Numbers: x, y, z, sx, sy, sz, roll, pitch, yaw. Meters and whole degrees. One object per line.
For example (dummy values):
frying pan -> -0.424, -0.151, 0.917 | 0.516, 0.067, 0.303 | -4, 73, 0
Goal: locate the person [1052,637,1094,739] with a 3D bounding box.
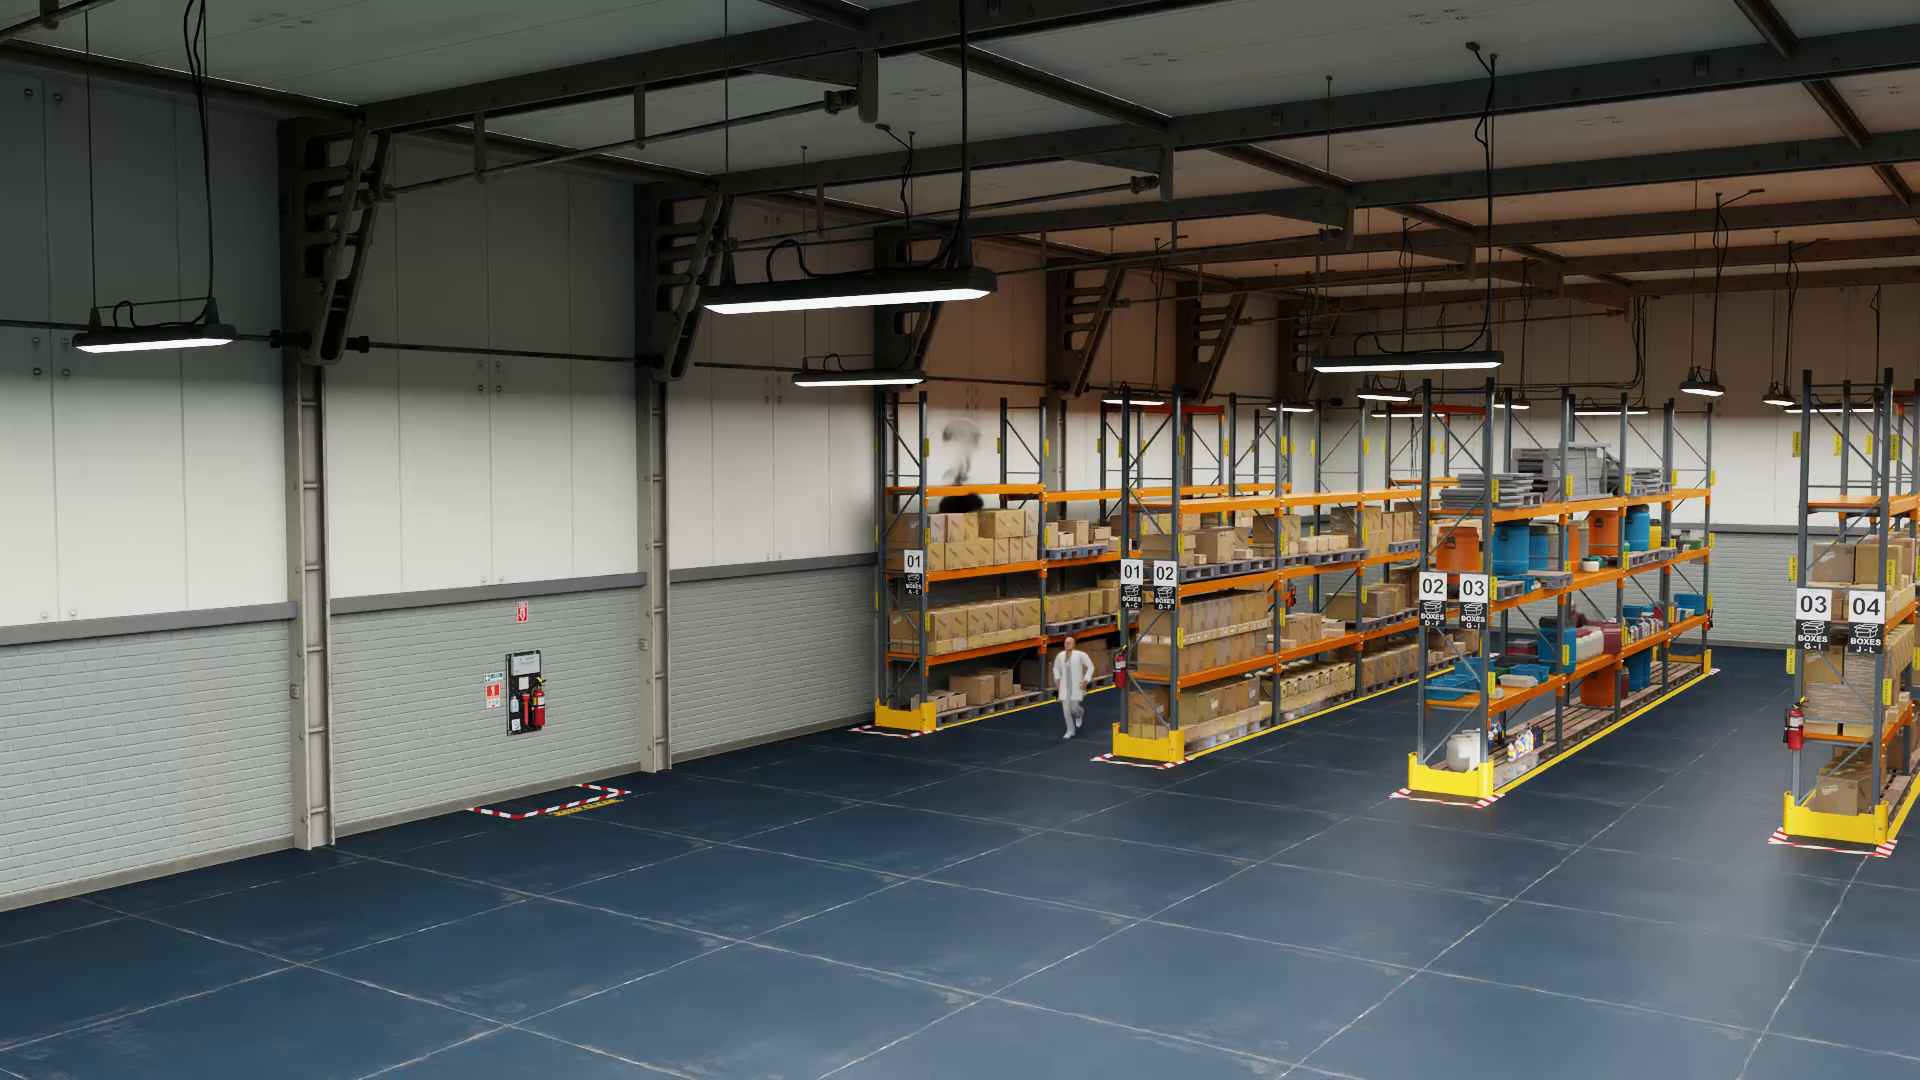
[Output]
person -> 1.942, 2.544, 28.756 | 0.723, 1.748, 0.713 | 1, 3, 23

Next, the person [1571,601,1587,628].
person -> 13.118, 2.138, 35.716 | 0.666, 1.682, 0.761 | 2, 4, 28
